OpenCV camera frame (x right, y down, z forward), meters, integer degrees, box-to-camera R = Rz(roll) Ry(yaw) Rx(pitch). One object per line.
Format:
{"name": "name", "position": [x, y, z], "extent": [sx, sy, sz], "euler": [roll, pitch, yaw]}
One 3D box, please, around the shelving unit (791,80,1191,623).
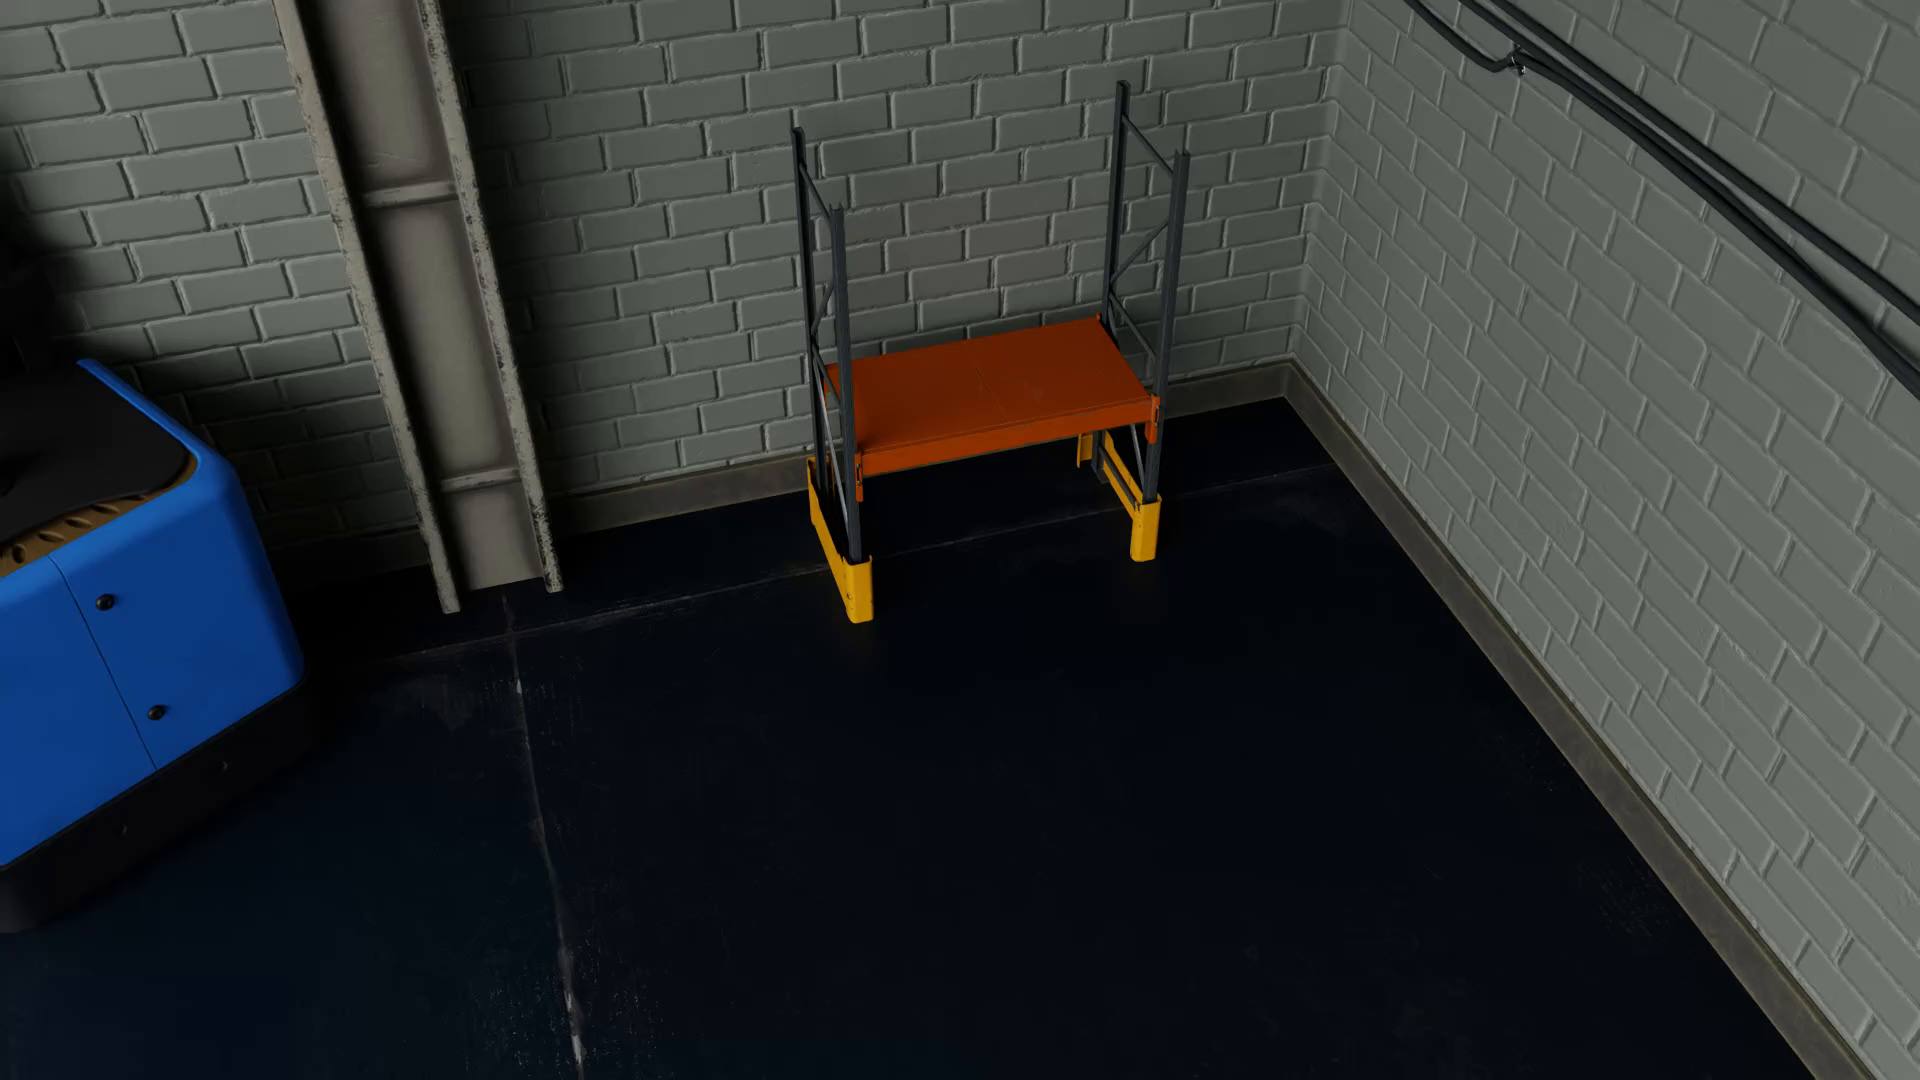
{"name": "shelving unit", "position": [0.073, -0.580, 5.274], "extent": [1.083, 1.500, 0.587], "euler": [-12, 42, -13]}

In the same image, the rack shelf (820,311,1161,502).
{"name": "rack shelf", "position": [0.081, -0.446, 5.394], "extent": [1.000, 0.185, 0.538], "euler": [-12, 42, -13]}

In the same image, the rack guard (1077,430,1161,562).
{"name": "rack guard", "position": [0.548, -0.208, 5.798], "extent": [0.087, 0.250, 0.587], "euler": [-12, 42, -13]}

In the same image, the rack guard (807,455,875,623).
{"name": "rack guard", "position": [-0.402, -0.011, 5.572], "extent": [0.087, 0.250, 0.587], "euler": [-12, 42, -13]}

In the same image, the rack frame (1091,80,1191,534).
{"name": "rack frame", "position": [0.566, -0.682, 5.391], "extent": [0.032, 1.500, 0.500], "euler": [-12, 42, -13]}

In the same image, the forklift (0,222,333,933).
{"name": "forklift", "position": [-3.332, -0.884, 4.534], "extent": [3.031, 2.935, 1.130], "euler": [30, 49, 30]}

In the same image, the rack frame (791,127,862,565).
{"name": "rack frame", "position": [-0.404, -0.481, 5.161], "extent": [0.032, 1.500, 0.500], "euler": [-12, 42, -13]}
